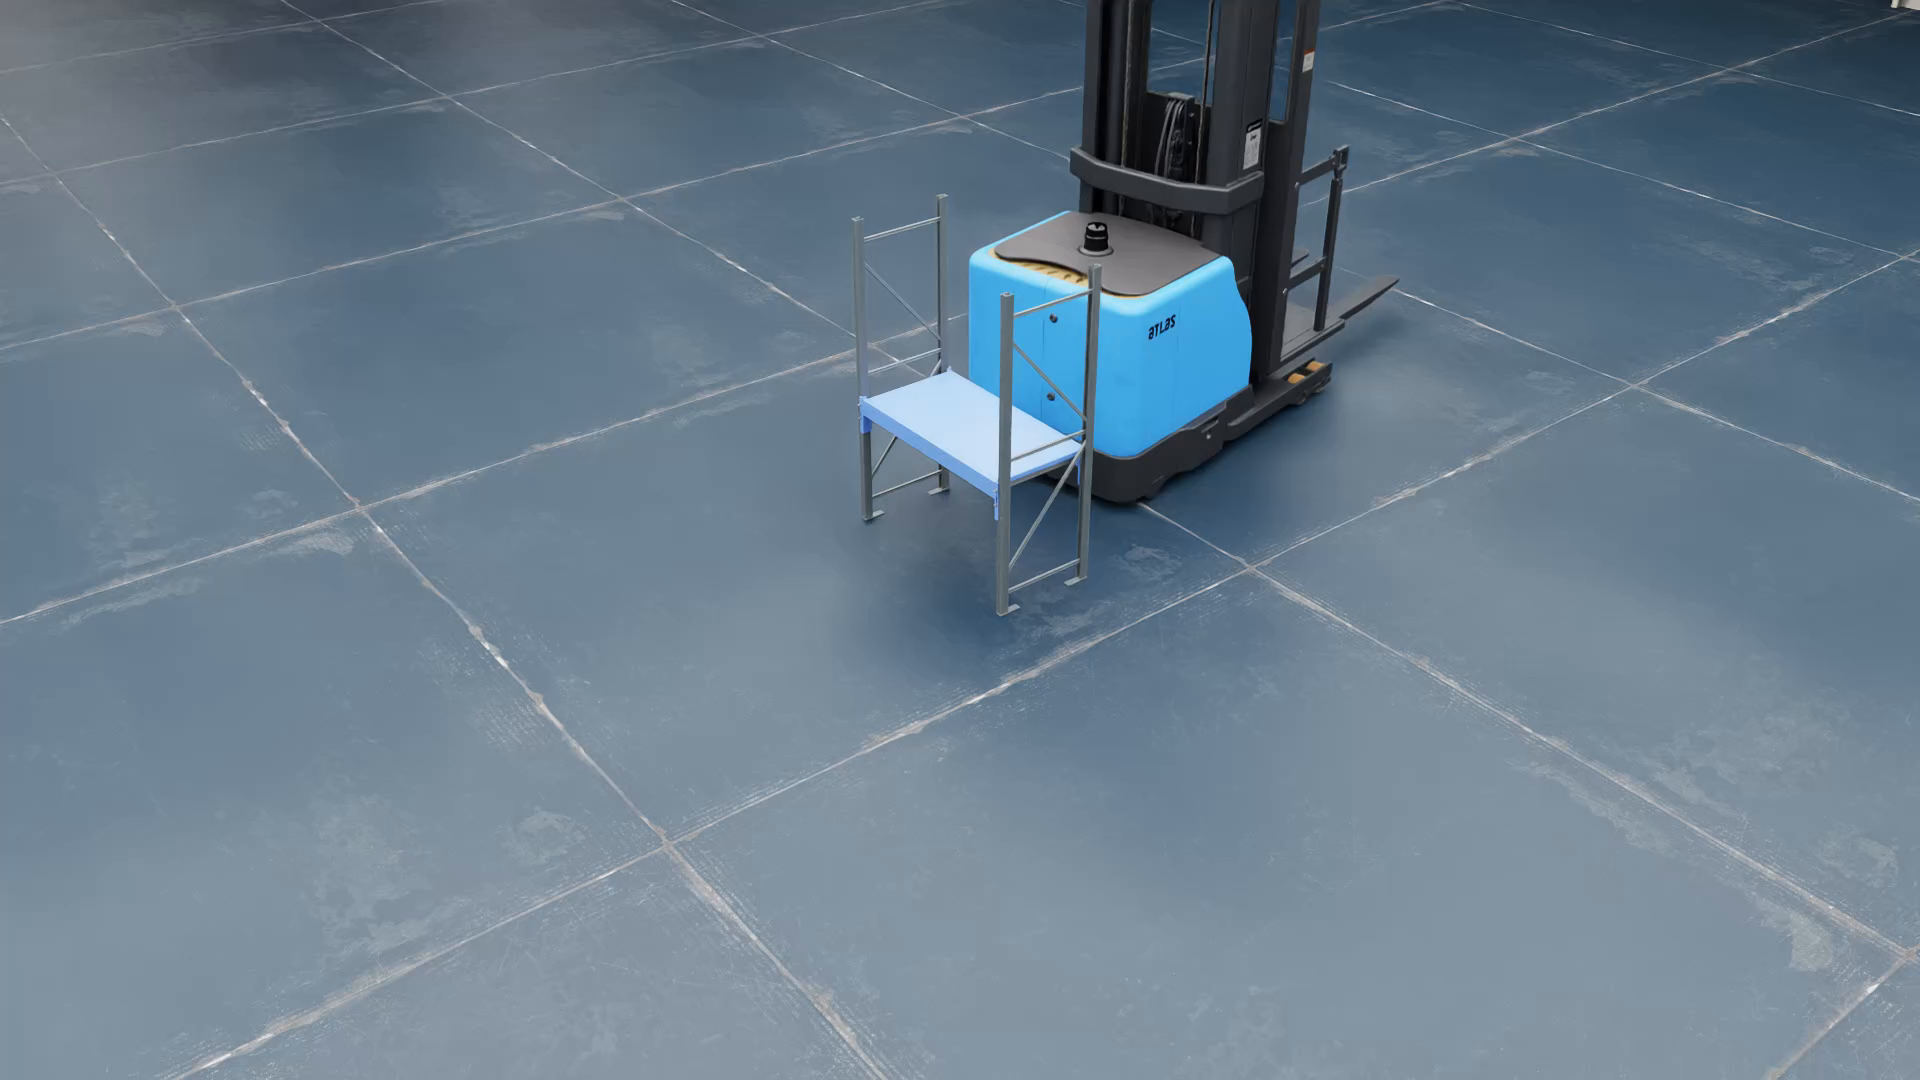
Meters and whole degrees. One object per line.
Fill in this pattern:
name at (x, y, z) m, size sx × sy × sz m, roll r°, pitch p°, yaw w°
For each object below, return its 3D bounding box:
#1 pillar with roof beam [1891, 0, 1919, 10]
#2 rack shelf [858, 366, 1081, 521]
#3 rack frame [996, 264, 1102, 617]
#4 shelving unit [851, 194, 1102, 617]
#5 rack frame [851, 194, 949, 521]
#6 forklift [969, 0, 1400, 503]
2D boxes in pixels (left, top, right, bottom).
pillar with roof beam at (5.810, -7.539, 11.359) m, size 9.100 × 9.000 × 0.400 m, roll -22°, pitch 38°, yaw -31°
rack shelf at (0.052, -0.449, 7.392) m, size 0.538 × 0.185 × 1.000 m, roll -22°, pitch 38°, yaw -31°
rack frame at (0.364, -0.390, 6.956) m, size 0.500 × 1.500 × 0.032 m, roll -22°, pitch 38°, yaw -31°
shelving unit at (0.052, -0.602, 7.297) m, size 0.538 × 1.500 × 1.048 m, roll -22°, pitch 38°, yaw -31°
rack frame at (-0.259, -0.813, 7.638) m, size 0.500 × 1.500 × 0.032 m, roll -22°, pitch 38°, yaw -31°
forklift at (1.368, -2.124, 8.392) m, size 1.130 × 2.935 × 3.031 m, roll 24°, pitch 39°, yaw 34°
